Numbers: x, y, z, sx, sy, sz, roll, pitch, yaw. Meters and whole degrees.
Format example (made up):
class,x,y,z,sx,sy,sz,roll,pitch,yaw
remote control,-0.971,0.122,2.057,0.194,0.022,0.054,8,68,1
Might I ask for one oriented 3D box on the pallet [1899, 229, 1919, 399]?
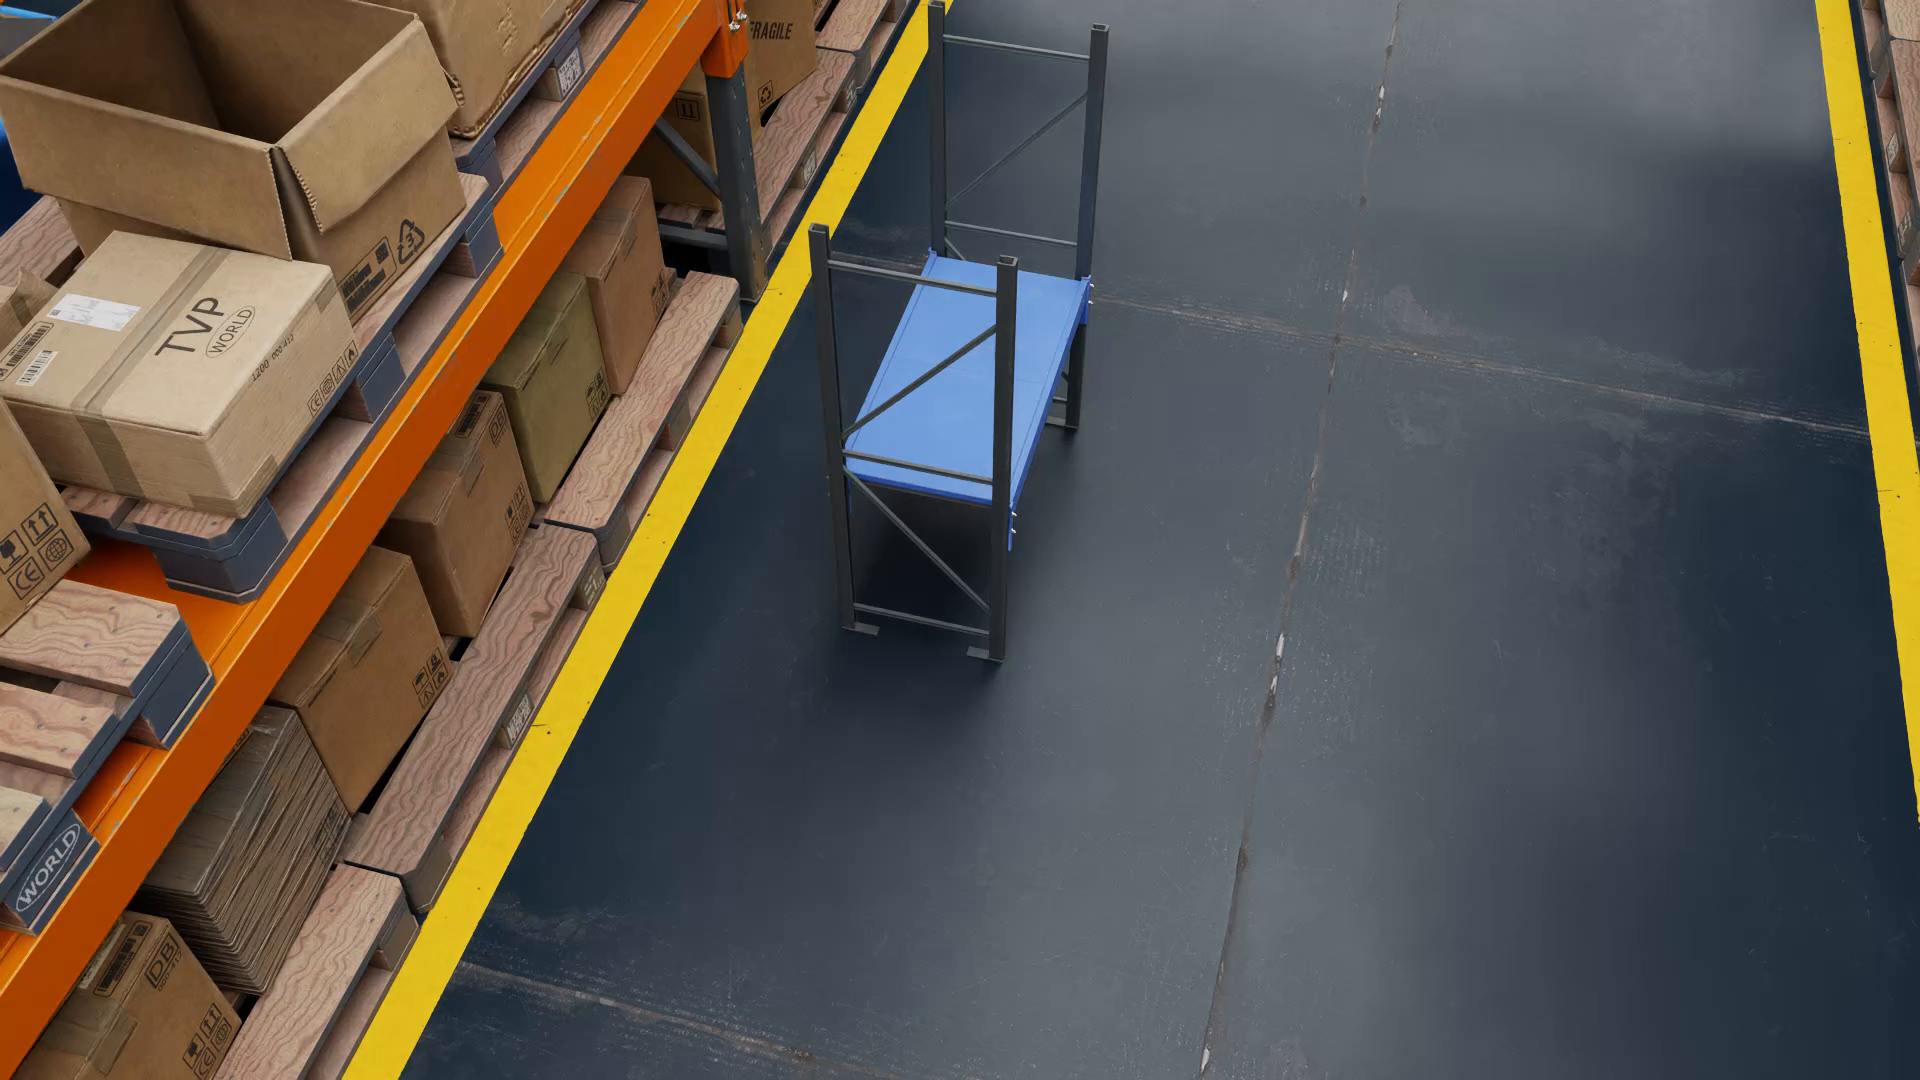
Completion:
class,x,y,z,sx,sy,sz,roll,pitch,yaw
pallet,3.797,-0.559,5.602,1.003,0.211,1.213,12,50,10

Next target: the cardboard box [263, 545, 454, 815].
class,x,y,z,sx,sy,sz,roll,pitch,yaw
cardboard box,-1.818,0.290,4.367,0.700,0.500,0.500,15,50,13

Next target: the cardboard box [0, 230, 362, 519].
class,x,y,z,sx,sy,sz,roll,pitch,yaw
cardboard box,-1.588,-0.344,3.373,0.500,0.250,0.500,10,49,9

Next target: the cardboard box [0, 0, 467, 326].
class,x,y,z,sx,sy,sz,roll,pitch,yaw
cardboard box,-1.565,-0.882,3.679,0.797,0.503,0.637,16,51,14

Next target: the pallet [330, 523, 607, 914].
class,x,y,z,sx,sy,sz,roll,pitch,yaw
pallet,-1.721,0.390,4.765,1.003,0.211,1.213,12,50,10

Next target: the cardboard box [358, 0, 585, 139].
class,x,y,z,sx,sy,sz,roll,pitch,yaw
cardboard box,-1.542,-1.772,4.133,1.000,1.000,1.000,12,50,10

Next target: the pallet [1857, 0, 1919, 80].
class,x,y,z,sx,sy,sz,roll,pitch,yaw
pallet,4.439,-2.324,7.160,1.003,0.211,1.213,12,50,10

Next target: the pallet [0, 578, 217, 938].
class,x,y,z,sx,sy,sz,roll,pitch,yaw
pallet,-2.166,0.439,2.990,1.213,0.211,1.003,12,50,10

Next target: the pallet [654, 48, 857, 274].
class,x,y,z,sx,sy,sz,roll,pitch,yaw
pallet,-1.055,-1.551,6.478,1.003,0.211,1.213,12,50,10

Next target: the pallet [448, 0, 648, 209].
class,x,y,z,sx,sy,sz,roll,pitch,yaw
pallet,-1.540,-1.394,4.607,1.003,0.211,1.213,12,50,10

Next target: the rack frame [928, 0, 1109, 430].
class,x,y,z,sx,sy,sz,roll,pitch,yaw
rack frame,0.156,-0.926,5.067,0.500,1.500,0.032,12,50,10

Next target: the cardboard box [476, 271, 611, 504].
class,x,y,z,sx,sy,sz,roll,pitch,yaw
cardboard box,-1.524,-0.519,5.081,0.700,0.500,0.500,11,50,10

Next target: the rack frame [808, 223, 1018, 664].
class,x,y,z,sx,sy,sz,roll,pitch,yaw
rack frame,-0.111,-0.190,4.418,0.500,1.500,0.032,12,50,10

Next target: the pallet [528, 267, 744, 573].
class,x,y,z,sx,sy,sz,roll,pitch,yaw
pallet,-1.402,-0.495,5.546,1.003,0.211,1.213,12,50,10

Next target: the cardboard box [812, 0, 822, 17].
class,x,y,z,sx,sy,sz,roll,pitch,yaw
cardboard box,-0.823,-2.455,6.803,0.500,0.500,0.500,8,49,7

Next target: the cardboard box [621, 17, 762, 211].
class,x,y,z,sx,sy,sz,roll,pitch,yaw
cardboard box,-1.054,-1.575,6.026,0.500,0.500,0.500,10,49,9

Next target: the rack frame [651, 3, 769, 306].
class,x,y,z,sx,sy,sz,roll,pitch,yaw
rack frame,-1.198,-1.981,4.998,1.000,3.000,0.127,12,50,10

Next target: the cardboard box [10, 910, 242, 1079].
class,x,y,z,sx,sy,sz,roll,pitch,yaw
cardboard box,-2.094,1.105,3.648,0.700,0.500,0.500,9,49,8

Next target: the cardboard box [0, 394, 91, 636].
class,x,y,z,sx,sy,sz,roll,pitch,yaw
cardboard box,-2.097,-0.082,2.975,0.700,0.500,0.500,18,51,16

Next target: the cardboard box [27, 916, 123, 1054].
class,x,y,z,sx,sy,sz,roll,pitch,yaw
cardboard box,-2.103,0.855,3.369,0.500,0.250,0.500,13,50,12

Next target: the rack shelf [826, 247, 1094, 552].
class,x,y,z,sx,sy,sz,roll,pitch,yaw
rack shelf,0.022,-0.439,4.877,0.538,0.185,1.000,12,50,10

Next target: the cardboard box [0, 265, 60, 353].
class,x,y,z,sx,sy,sz,roll,pitch,yaw
cardboard box,-2.072,-0.442,3.449,0.396,0.266,0.258,10,49,9

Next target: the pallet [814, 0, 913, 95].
class,x,y,z,sx,sy,sz,roll,pitch,yaw
pallet,-0.736,-2.437,7.260,1.003,0.211,1.213,12,50,10

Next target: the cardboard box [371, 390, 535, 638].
class,x,y,z,sx,sy,sz,roll,pitch,yaw
cardboard box,-1.671,-0.114,4.724,0.700,0.500,0.500,8,49,7

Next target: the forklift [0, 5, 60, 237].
class,x,y,z,sx,sy,sz,roll,pitch,yaw
forklift,-3.590,-0.942,4.126,1.130,2.935,3.031,14,50,12

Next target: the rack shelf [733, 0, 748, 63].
class,x,y,z,sx,sy,sz,roll,pitch,yaw
rack shelf,-0.672,-3.190,6.545,1.077,0.370,4.000,12,50,10

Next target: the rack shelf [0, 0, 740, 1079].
class,x,y,z,sx,sy,sz,roll,pitch,yaw
rack shelf,-1.724,-0.297,3.991,1.077,0.370,4.000,12,50,10

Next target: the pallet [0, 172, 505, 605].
class,x,y,z,sx,sy,sz,roll,pitch,yaw
pallet,-1.769,-0.465,3.787,1.003,0.211,1.213,12,50,10

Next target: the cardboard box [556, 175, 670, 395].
class,x,y,z,sx,sy,sz,roll,pitch,yaw
cardboard box,-1.380,-0.860,5.382,0.700,0.500,0.500,8,49,7

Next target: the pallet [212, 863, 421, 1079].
class,x,y,z,sx,sy,sz,roll,pitch,yaw
pallet,-2.044,1.270,3.989,1.003,0.211,1.213,12,50,10

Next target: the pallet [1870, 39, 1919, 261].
class,x,y,z,sx,sy,sz,roll,pitch,yaw
pallet,4.116,-1.444,6.384,1.003,0.211,1.213,12,50,10

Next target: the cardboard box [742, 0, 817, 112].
class,x,y,z,sx,sy,sz,roll,pitch,yaw
cardboard box,-0.911,-1.990,6.393,0.500,0.500,0.500,27,54,22

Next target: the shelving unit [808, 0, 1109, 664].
class,x,y,z,sx,sy,sz,roll,pitch,yaw
shelving unit,0.022,-0.558,4.742,0.538,1.500,1.048,12,50,10

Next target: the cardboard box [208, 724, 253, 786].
class,x,y,z,sx,sy,sz,roll,pitch,yaw
cardboard box,-1.974,0.469,3.709,0.500,0.250,0.500,17,51,14

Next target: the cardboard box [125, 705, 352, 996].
class,x,y,z,sx,sy,sz,roll,pitch,yaw
cardboard box,-1.960,0.701,4.004,0.700,0.500,0.500,8,49,7
